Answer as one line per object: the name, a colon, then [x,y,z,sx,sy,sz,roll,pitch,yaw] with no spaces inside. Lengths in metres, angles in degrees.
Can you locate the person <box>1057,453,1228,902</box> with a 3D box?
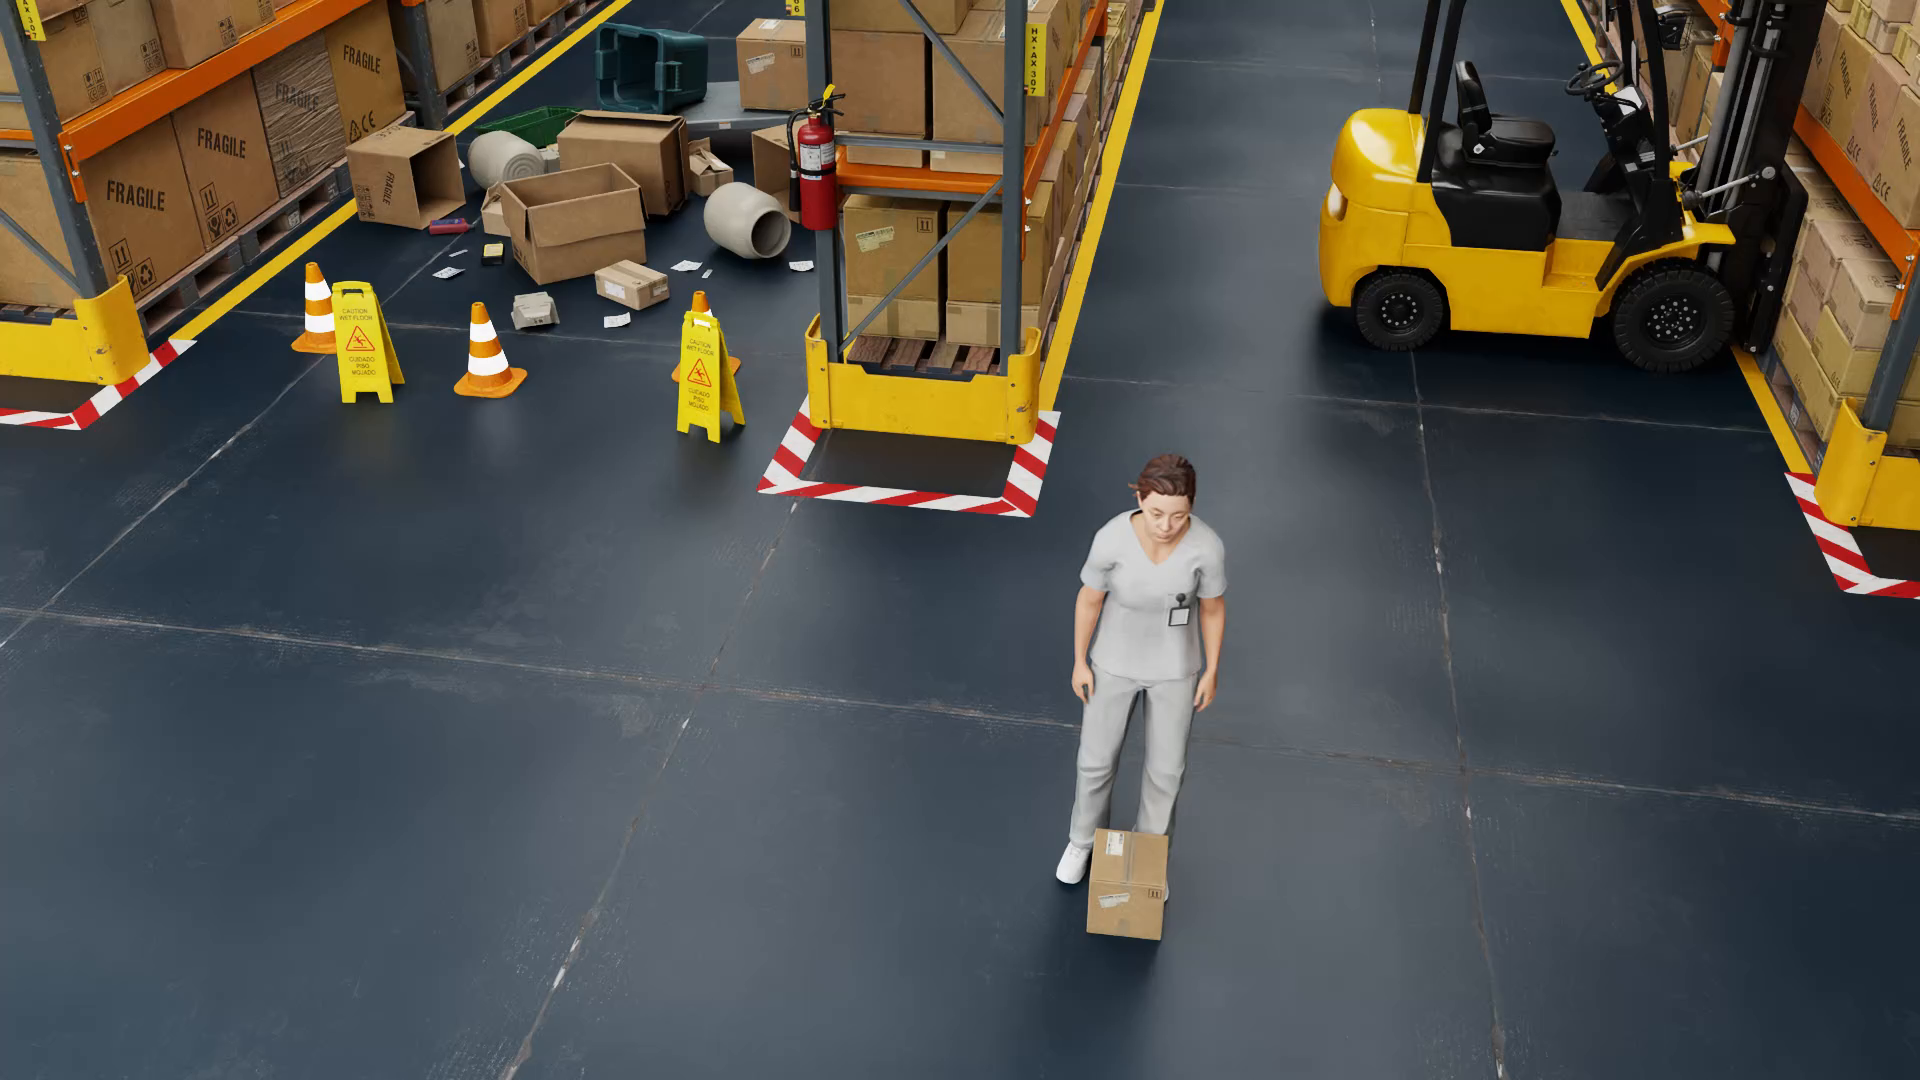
person: [0.599,0.447,5.438,0.504,1.671,0.416,4,33,6]
